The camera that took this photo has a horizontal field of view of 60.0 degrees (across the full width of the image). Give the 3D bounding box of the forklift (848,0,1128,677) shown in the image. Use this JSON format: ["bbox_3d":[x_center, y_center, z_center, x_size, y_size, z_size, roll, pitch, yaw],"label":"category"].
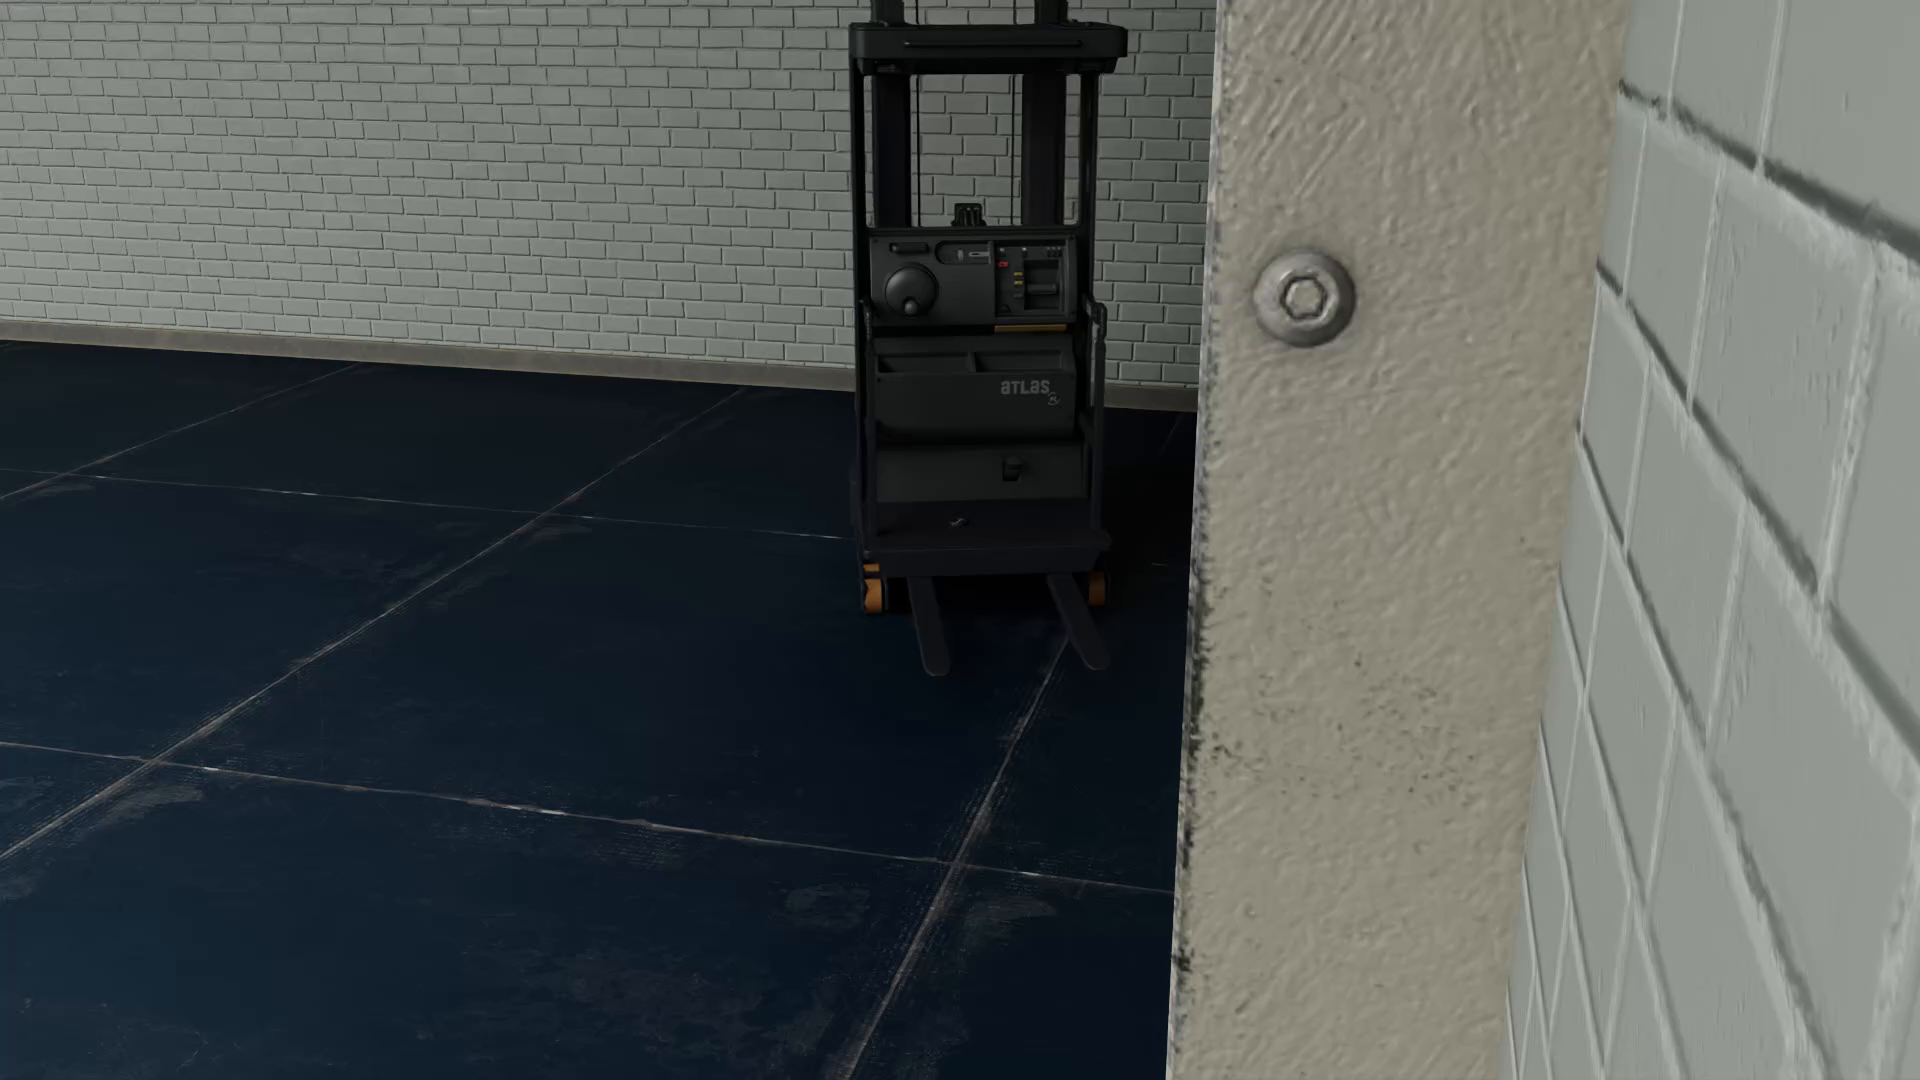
[{"bbox_3d":[0.084,-1.168,7.249,1.130,2.935,3.031,-2,19,-5],"label":"forklift"}]
